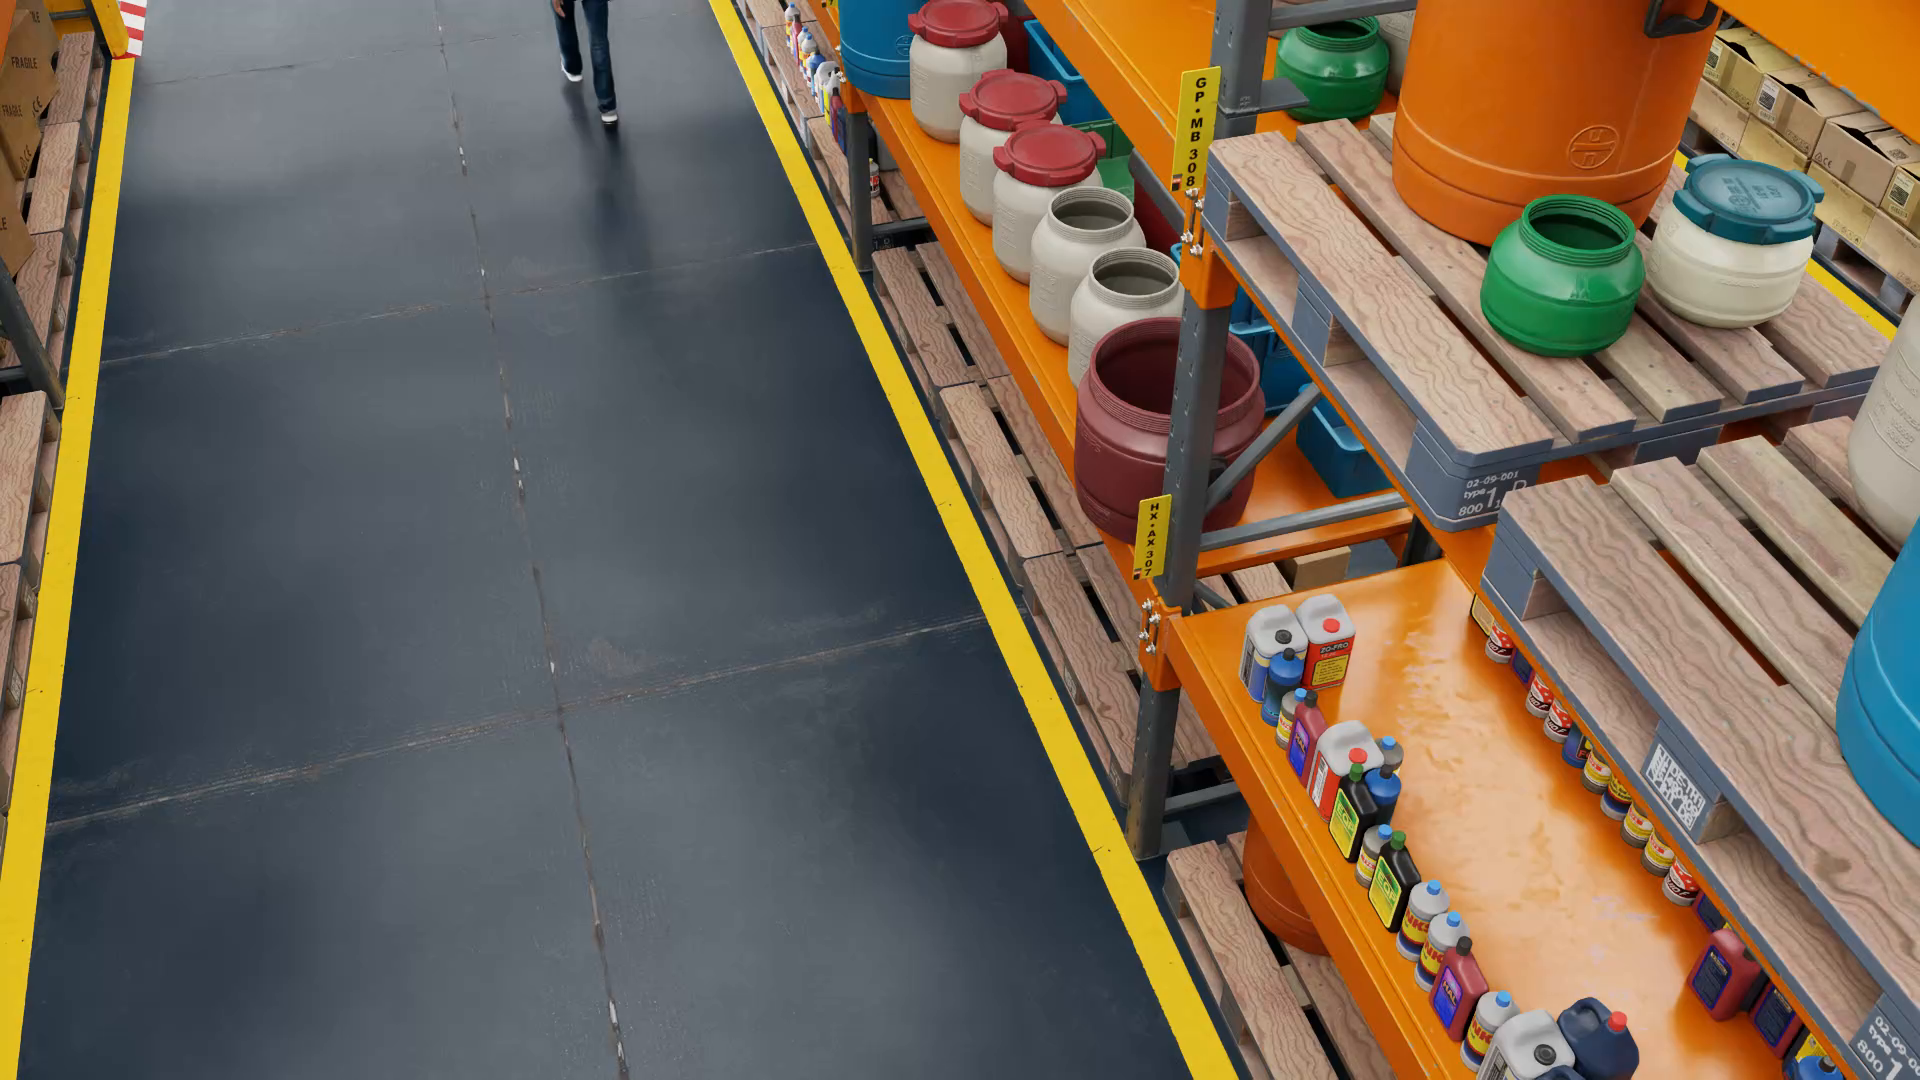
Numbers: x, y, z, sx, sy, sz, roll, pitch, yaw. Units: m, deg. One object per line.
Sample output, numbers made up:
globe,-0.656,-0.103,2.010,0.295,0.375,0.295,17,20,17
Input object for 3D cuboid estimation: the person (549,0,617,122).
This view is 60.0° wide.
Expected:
person,-2.247,-3.307,9.724,0.408,1.536,0.944,-11,44,-12
